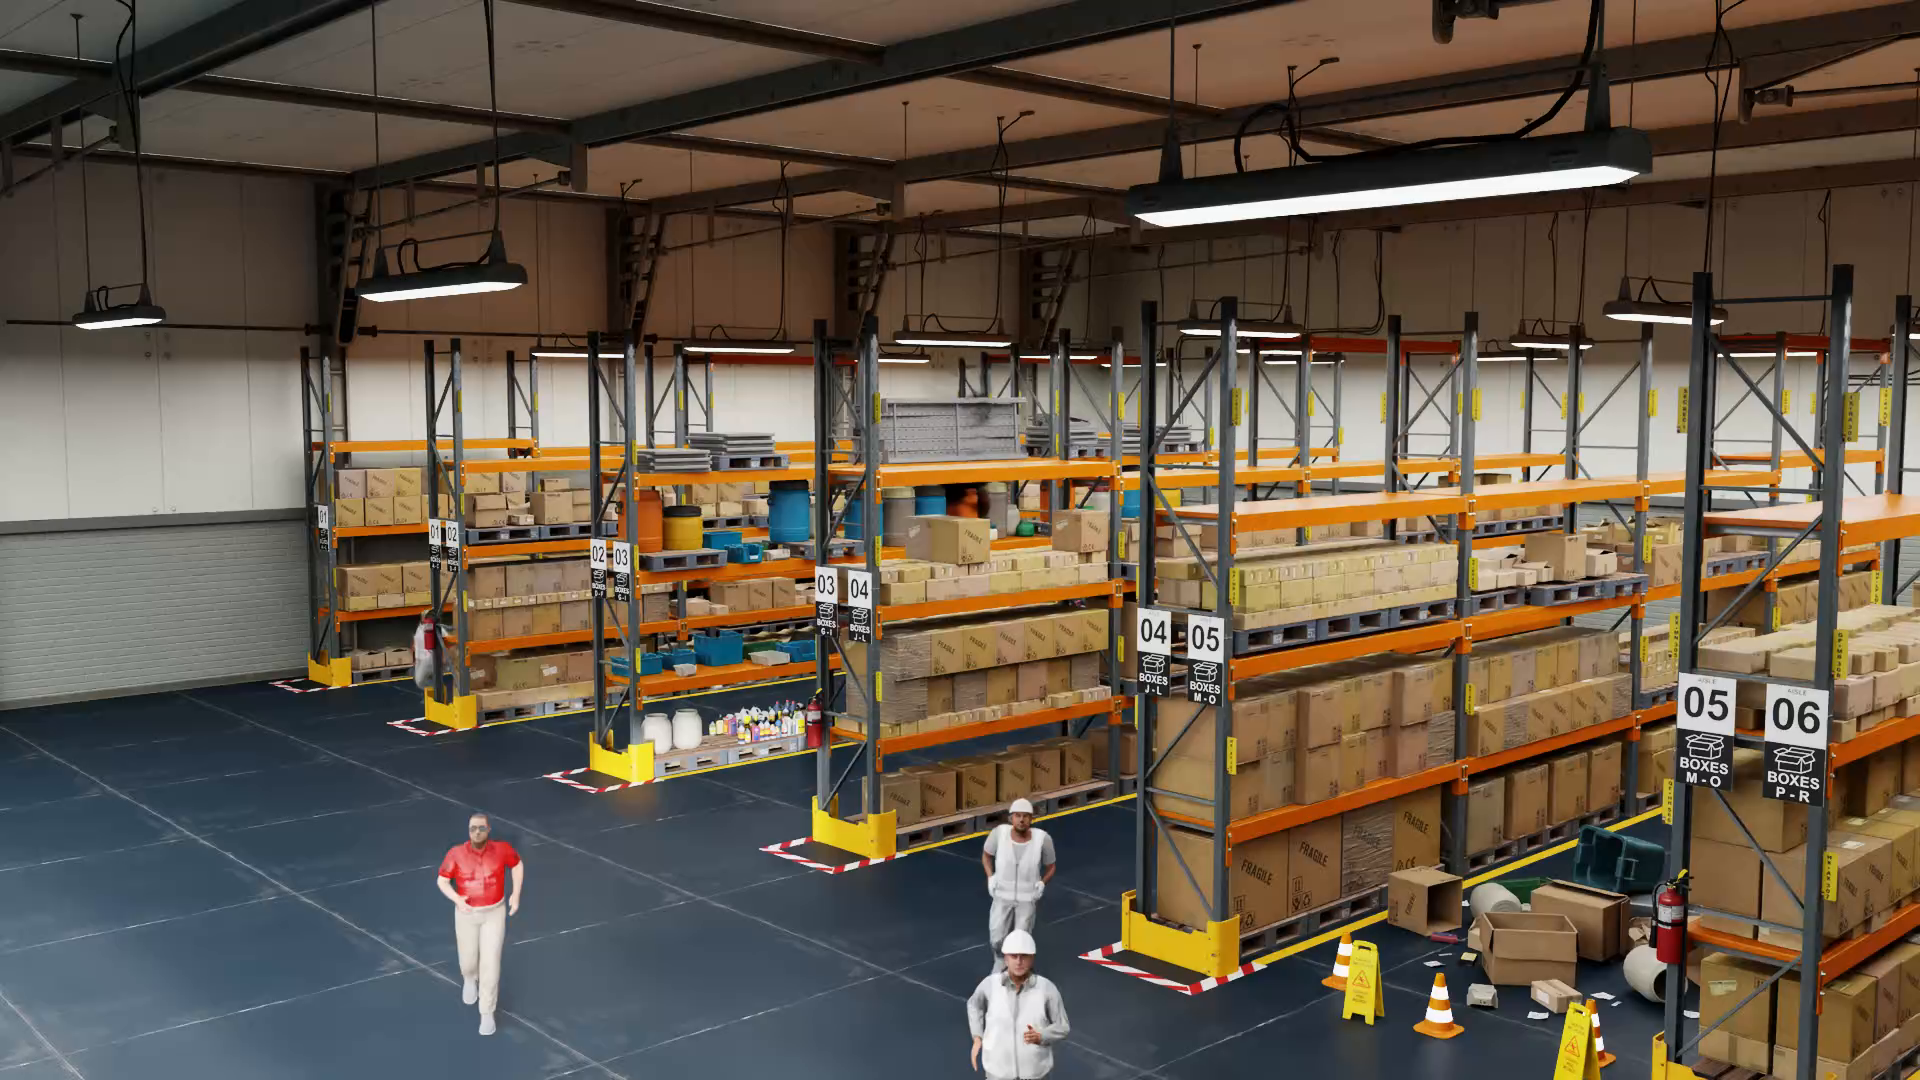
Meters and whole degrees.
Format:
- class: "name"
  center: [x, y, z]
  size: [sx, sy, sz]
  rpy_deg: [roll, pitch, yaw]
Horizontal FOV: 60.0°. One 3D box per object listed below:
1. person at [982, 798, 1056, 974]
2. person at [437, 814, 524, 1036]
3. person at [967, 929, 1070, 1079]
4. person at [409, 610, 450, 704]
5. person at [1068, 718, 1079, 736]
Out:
- class: "person"
  center: [0.501, 3.057, 14.274]
  size: [0.645, 1.710, 0.594]
  rpy_deg: [0, 5, 5]
- class: "person"
  center: [-3.950, 3.110, 13.740]
  size: [0.687, 1.737, 0.839]
  rpy_deg: [-1, 5, -15]
- class: "person"
  center: [0.365, 3.334, 10.492]
  size: [0.653, 1.761, 0.967]
  rpy_deg: [0, 5, 1]
- class: "person"
  center: [-8.742, 1.954, 27.326]
  size: [0.666, 1.637, 0.611]
  rpy_deg: [3, 6, 32]
- class: "person"
  center: [1.530, 1.947, 24.081]
  size: [0.688, 1.777, 0.743]
  rpy_deg: [4, 7, 40]
